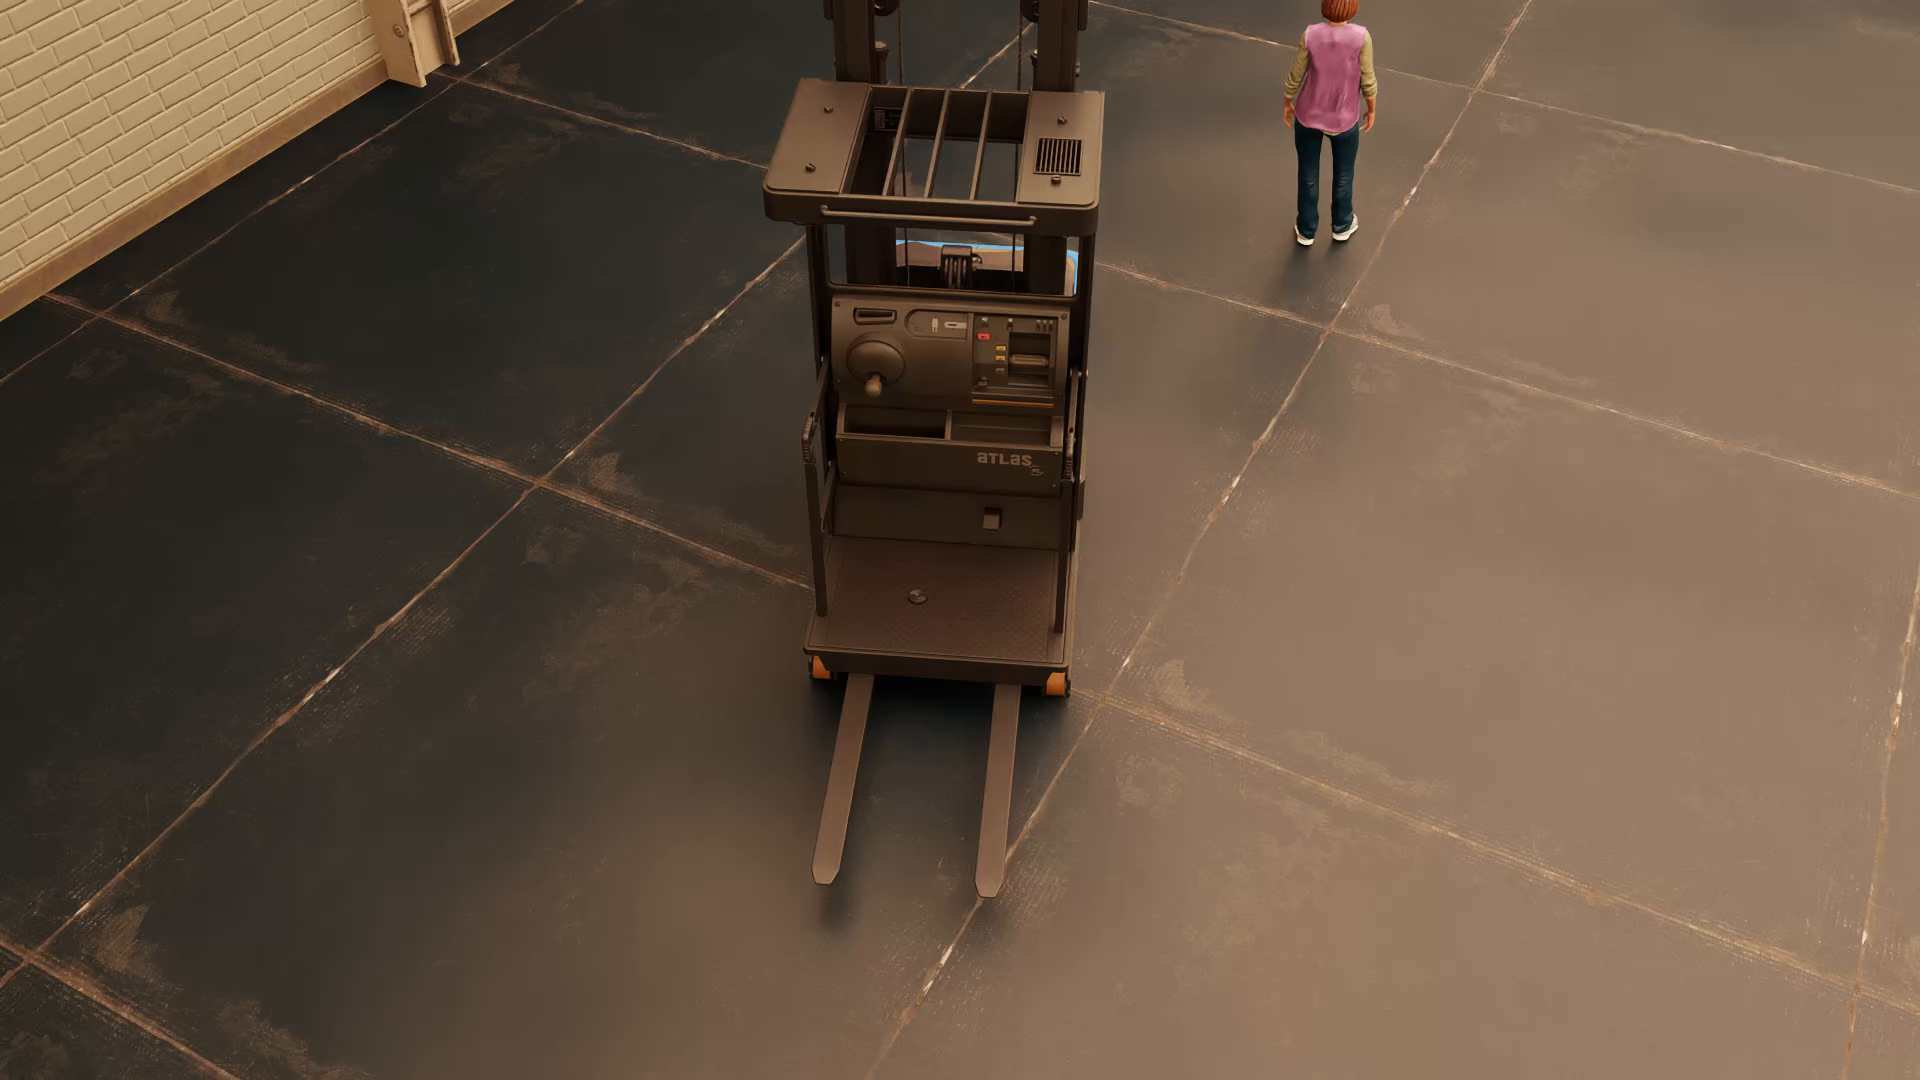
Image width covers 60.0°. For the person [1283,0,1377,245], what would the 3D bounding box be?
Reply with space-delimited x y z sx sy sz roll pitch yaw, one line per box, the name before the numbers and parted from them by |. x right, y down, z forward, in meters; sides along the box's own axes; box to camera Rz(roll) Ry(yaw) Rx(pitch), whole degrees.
person | 2.027 -2.347 9.107 0.520 1.597 0.475 11 44 12

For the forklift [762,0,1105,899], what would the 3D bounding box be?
forklift | -0.059 -0.651 6.345 1.130 2.935 3.031 4 43 4
